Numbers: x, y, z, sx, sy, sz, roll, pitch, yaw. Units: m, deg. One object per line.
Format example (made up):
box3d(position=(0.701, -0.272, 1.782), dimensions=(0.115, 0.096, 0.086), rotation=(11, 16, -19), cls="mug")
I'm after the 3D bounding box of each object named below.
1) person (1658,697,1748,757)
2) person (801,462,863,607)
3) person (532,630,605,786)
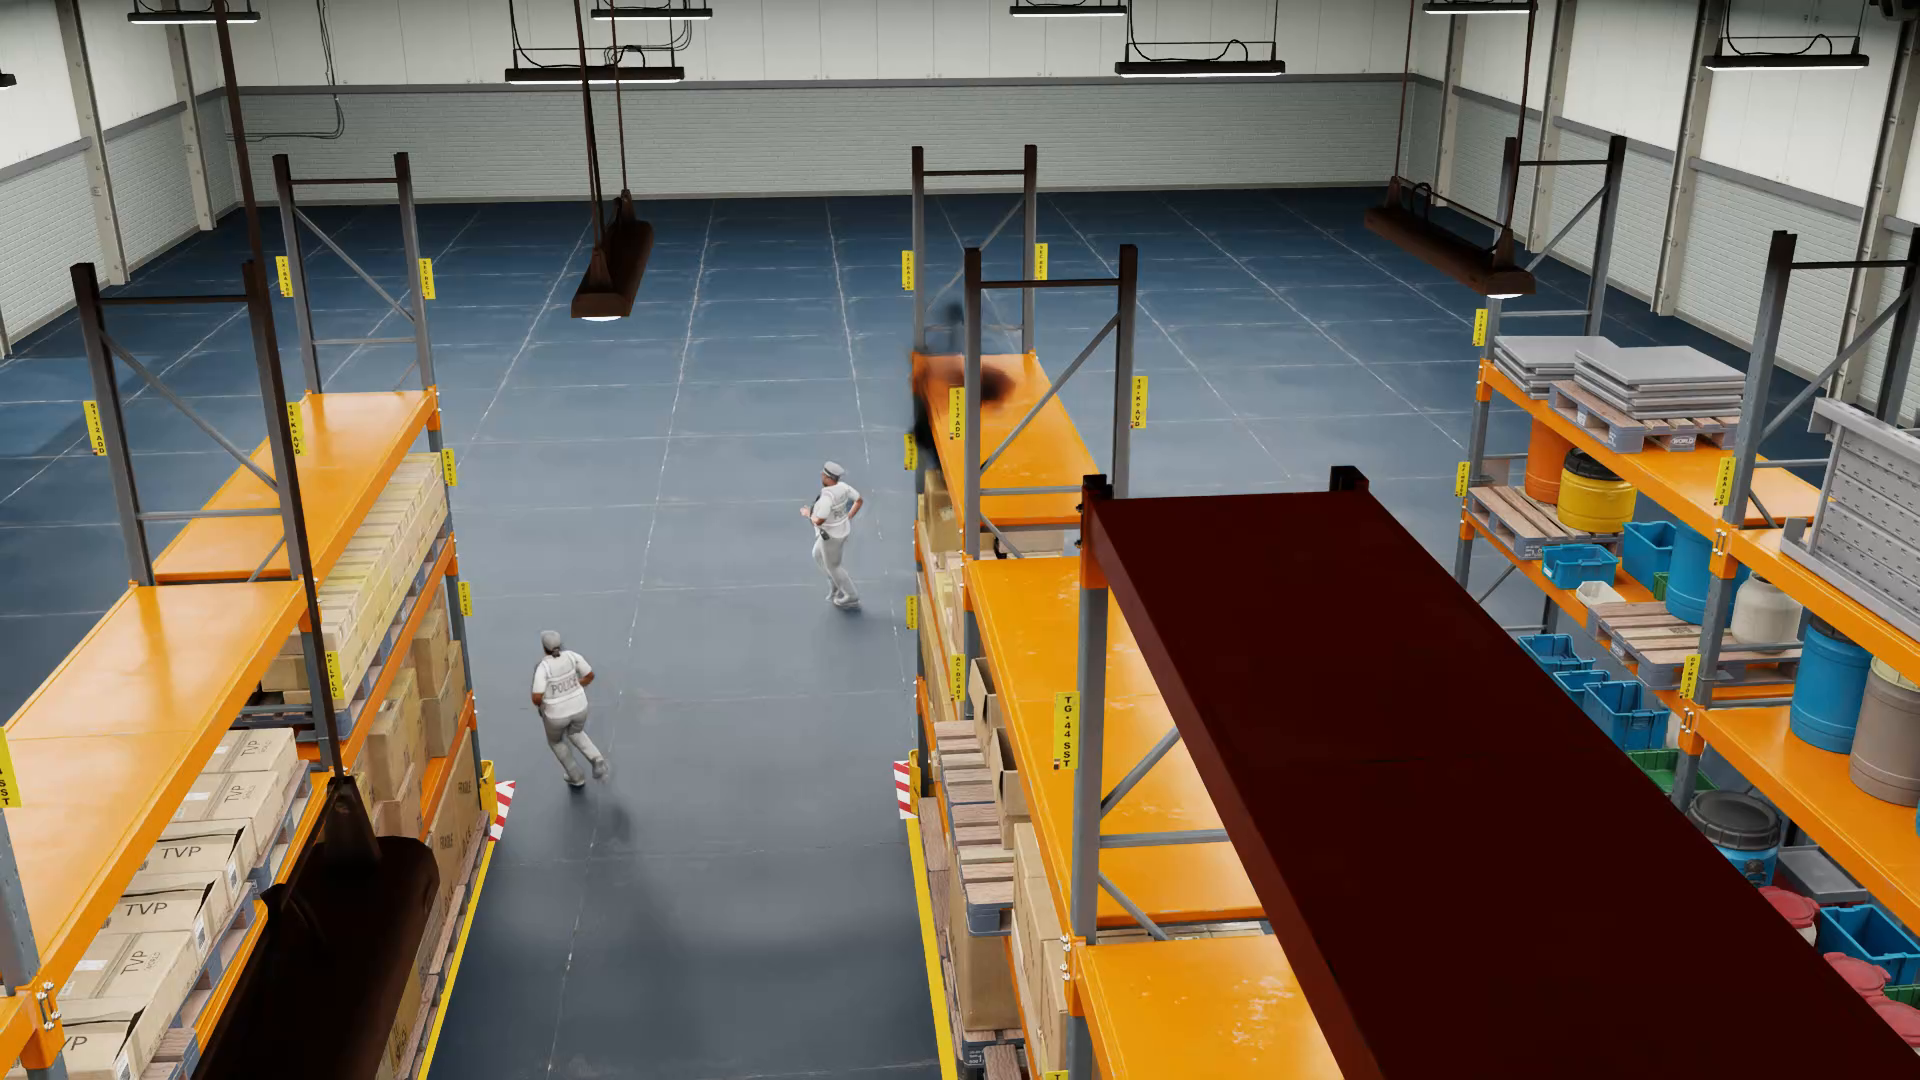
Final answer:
box3d(position=(6.528, 1.711, 14.834), dimensions=(0.691, 1.801, 0.981), rotation=(-5, 22, -13), cls="person")
box3d(position=(-1.513, -0.055, 19.412), dimensions=(0.722, 1.818, 0.632), rotation=(6, 22, 16), cls="person")
box3d(position=(-3.667, 1.597, 15.441), dimensions=(0.616, 1.629, 0.541), rotation=(-18, 28, -37), cls="person")
